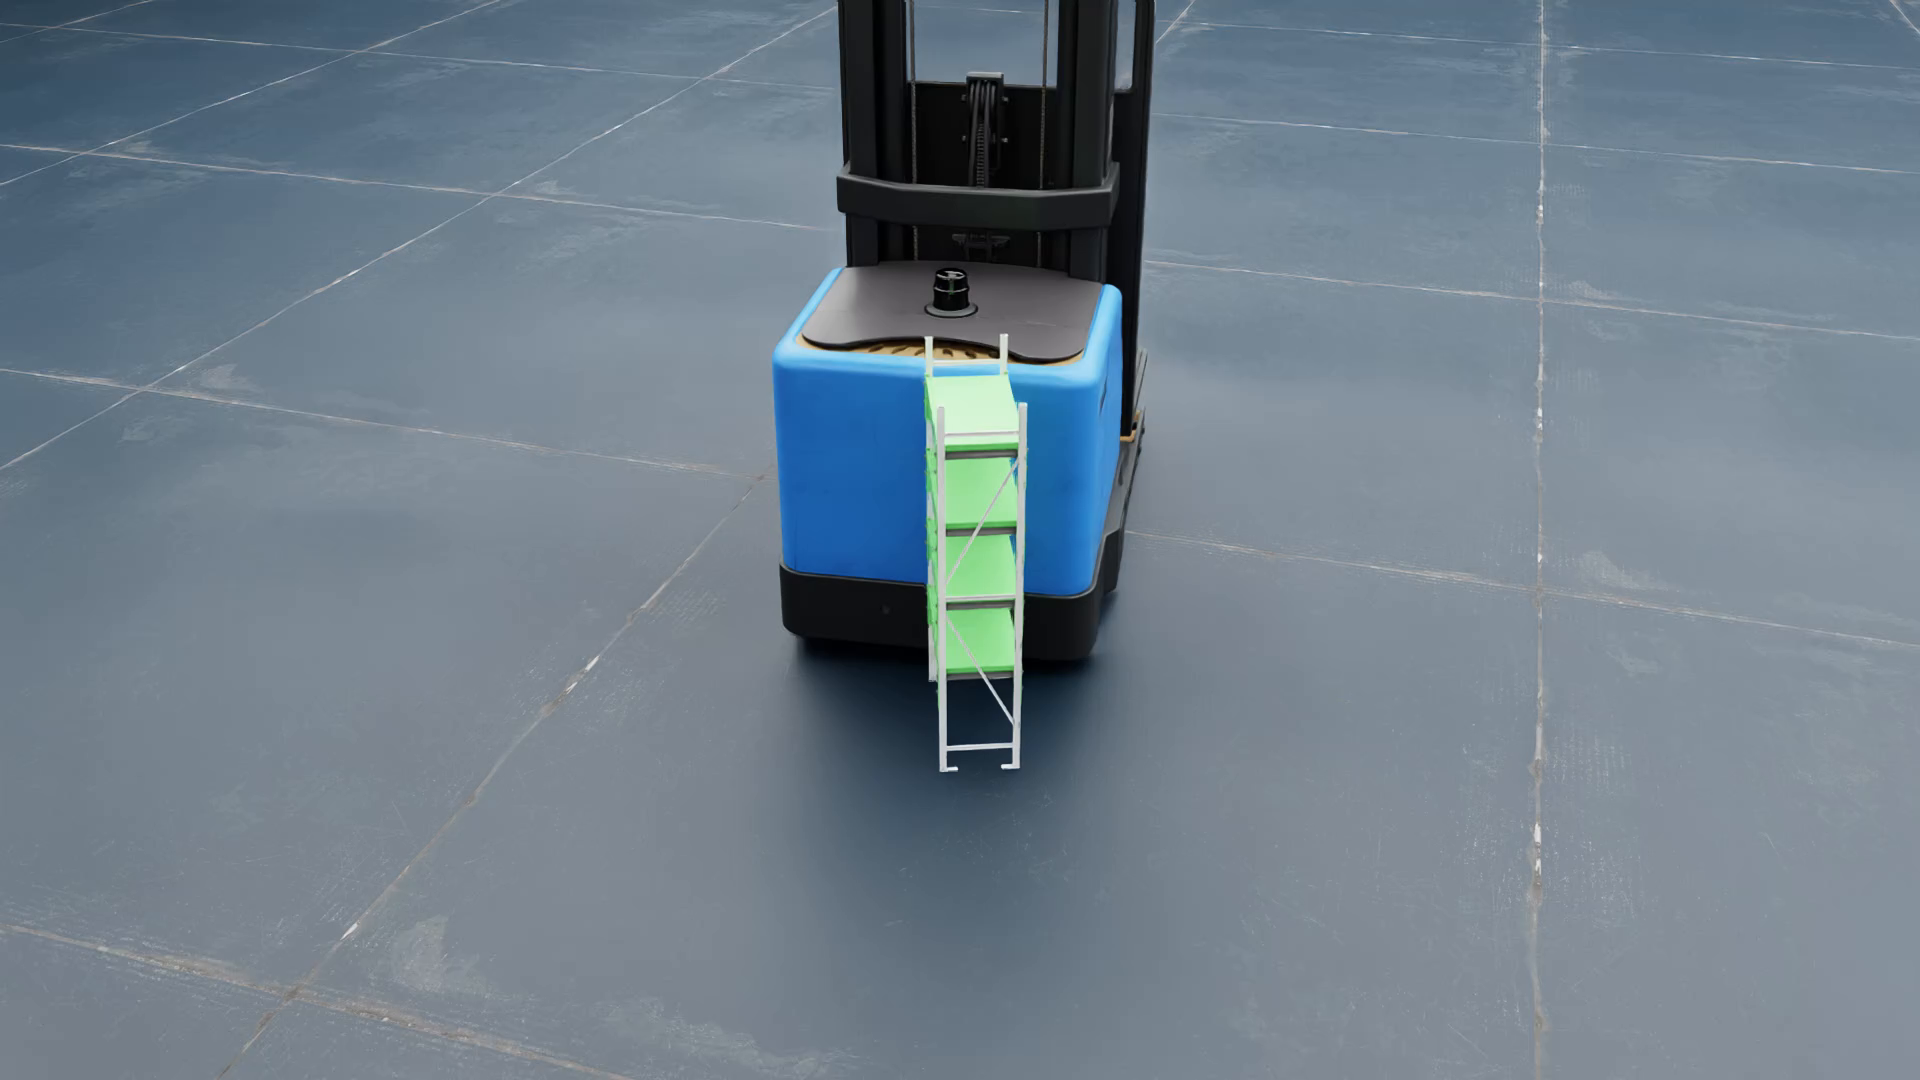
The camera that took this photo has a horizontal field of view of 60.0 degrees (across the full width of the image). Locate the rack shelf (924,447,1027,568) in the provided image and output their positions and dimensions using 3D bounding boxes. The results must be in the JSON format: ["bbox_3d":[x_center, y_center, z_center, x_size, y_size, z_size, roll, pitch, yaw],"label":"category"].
[{"bbox_3d":[0.038,-0.106,4.844,0.258,0.148,0.480,-2,29,-4],"label":"rack shelf"}]

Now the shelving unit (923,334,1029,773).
[{"bbox_3d":[0.038,0.048,4.929,0.258,1.200,0.503,-2,29,-4],"label":"shelving unit"}]

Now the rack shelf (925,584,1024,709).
[{"bbox_3d":[0.038,0.314,5.077,0.258,0.148,0.480,-2,29,-4],"label":"rack shelf"}]

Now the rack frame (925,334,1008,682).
[{"bbox_3d":[0.019,-0.070,5.142,0.240,1.200,0.015,-2,29,-4],"label":"rack frame"}]

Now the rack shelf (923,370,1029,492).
[{"bbox_3d":[0.038,-0.316,4.727,0.258,0.148,0.480,-2,29,-4],"label":"rack shelf"}]

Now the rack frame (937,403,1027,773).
[{"bbox_3d":[0.058,0.166,4.717,0.240,1.200,0.015,-2,29,-4],"label":"rack frame"}]

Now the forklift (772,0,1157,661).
[{"bbox_3d":[0.167,-1.585,6.084,1.130,2.935,3.031,5,29,9],"label":"forklift"}]

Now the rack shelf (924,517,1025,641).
[{"bbox_3d":[0.038,0.104,4.960,0.258,0.148,0.480,-2,29,-4],"label":"rack shelf"}]
